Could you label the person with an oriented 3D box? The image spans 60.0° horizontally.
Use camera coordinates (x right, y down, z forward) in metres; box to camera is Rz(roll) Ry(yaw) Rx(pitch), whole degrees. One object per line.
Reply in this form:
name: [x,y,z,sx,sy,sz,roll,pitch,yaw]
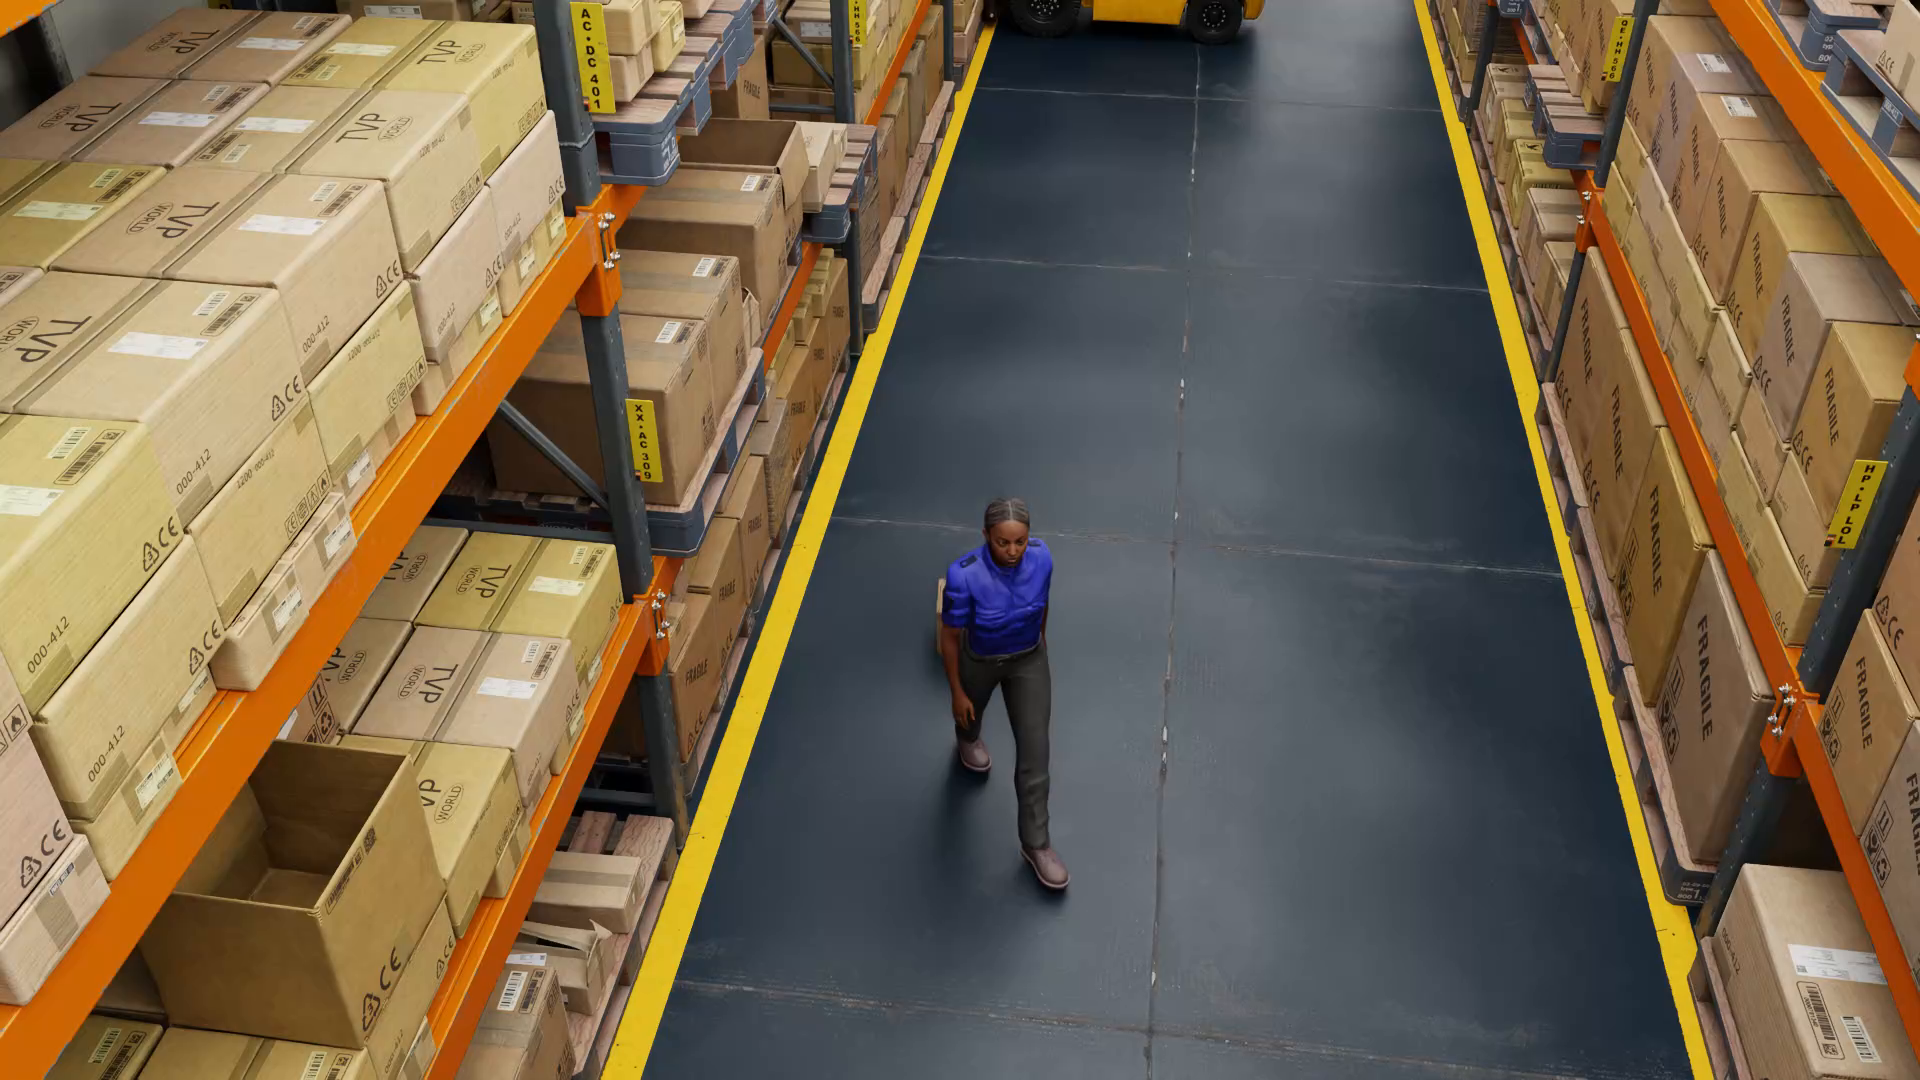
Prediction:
person: [0.153,0.479,6.384,0.477,1.580,1.007,-8,37,-11]
